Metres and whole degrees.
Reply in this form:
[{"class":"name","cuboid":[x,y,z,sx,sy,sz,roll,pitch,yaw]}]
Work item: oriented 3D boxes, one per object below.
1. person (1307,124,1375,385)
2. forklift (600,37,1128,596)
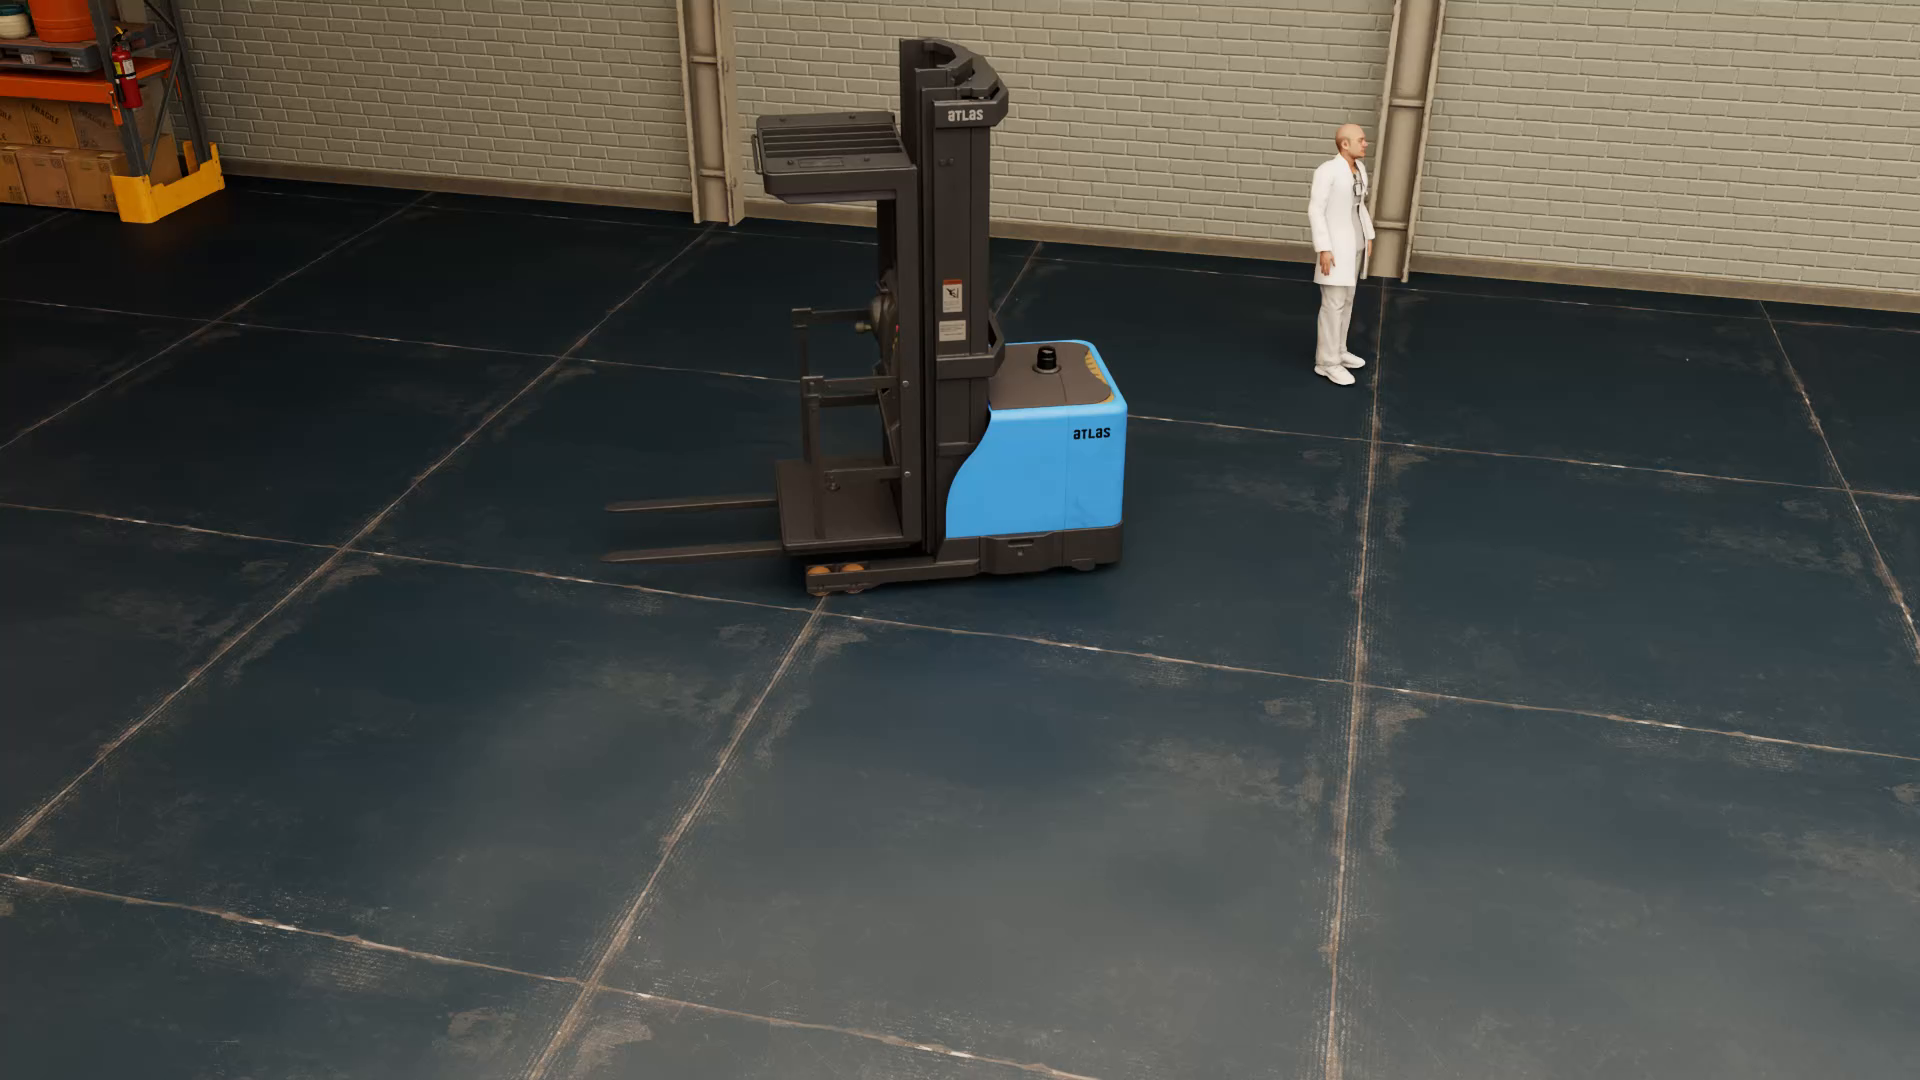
[{"class":"person","cuboid":[2.836,-2.081,11.999,0.583,1.776,0.694,25,38,37]},{"class":"forklift","cuboid":[-0.602,-1.232,9.345,3.031,2.935,1.130,-4,30,-7]}]
